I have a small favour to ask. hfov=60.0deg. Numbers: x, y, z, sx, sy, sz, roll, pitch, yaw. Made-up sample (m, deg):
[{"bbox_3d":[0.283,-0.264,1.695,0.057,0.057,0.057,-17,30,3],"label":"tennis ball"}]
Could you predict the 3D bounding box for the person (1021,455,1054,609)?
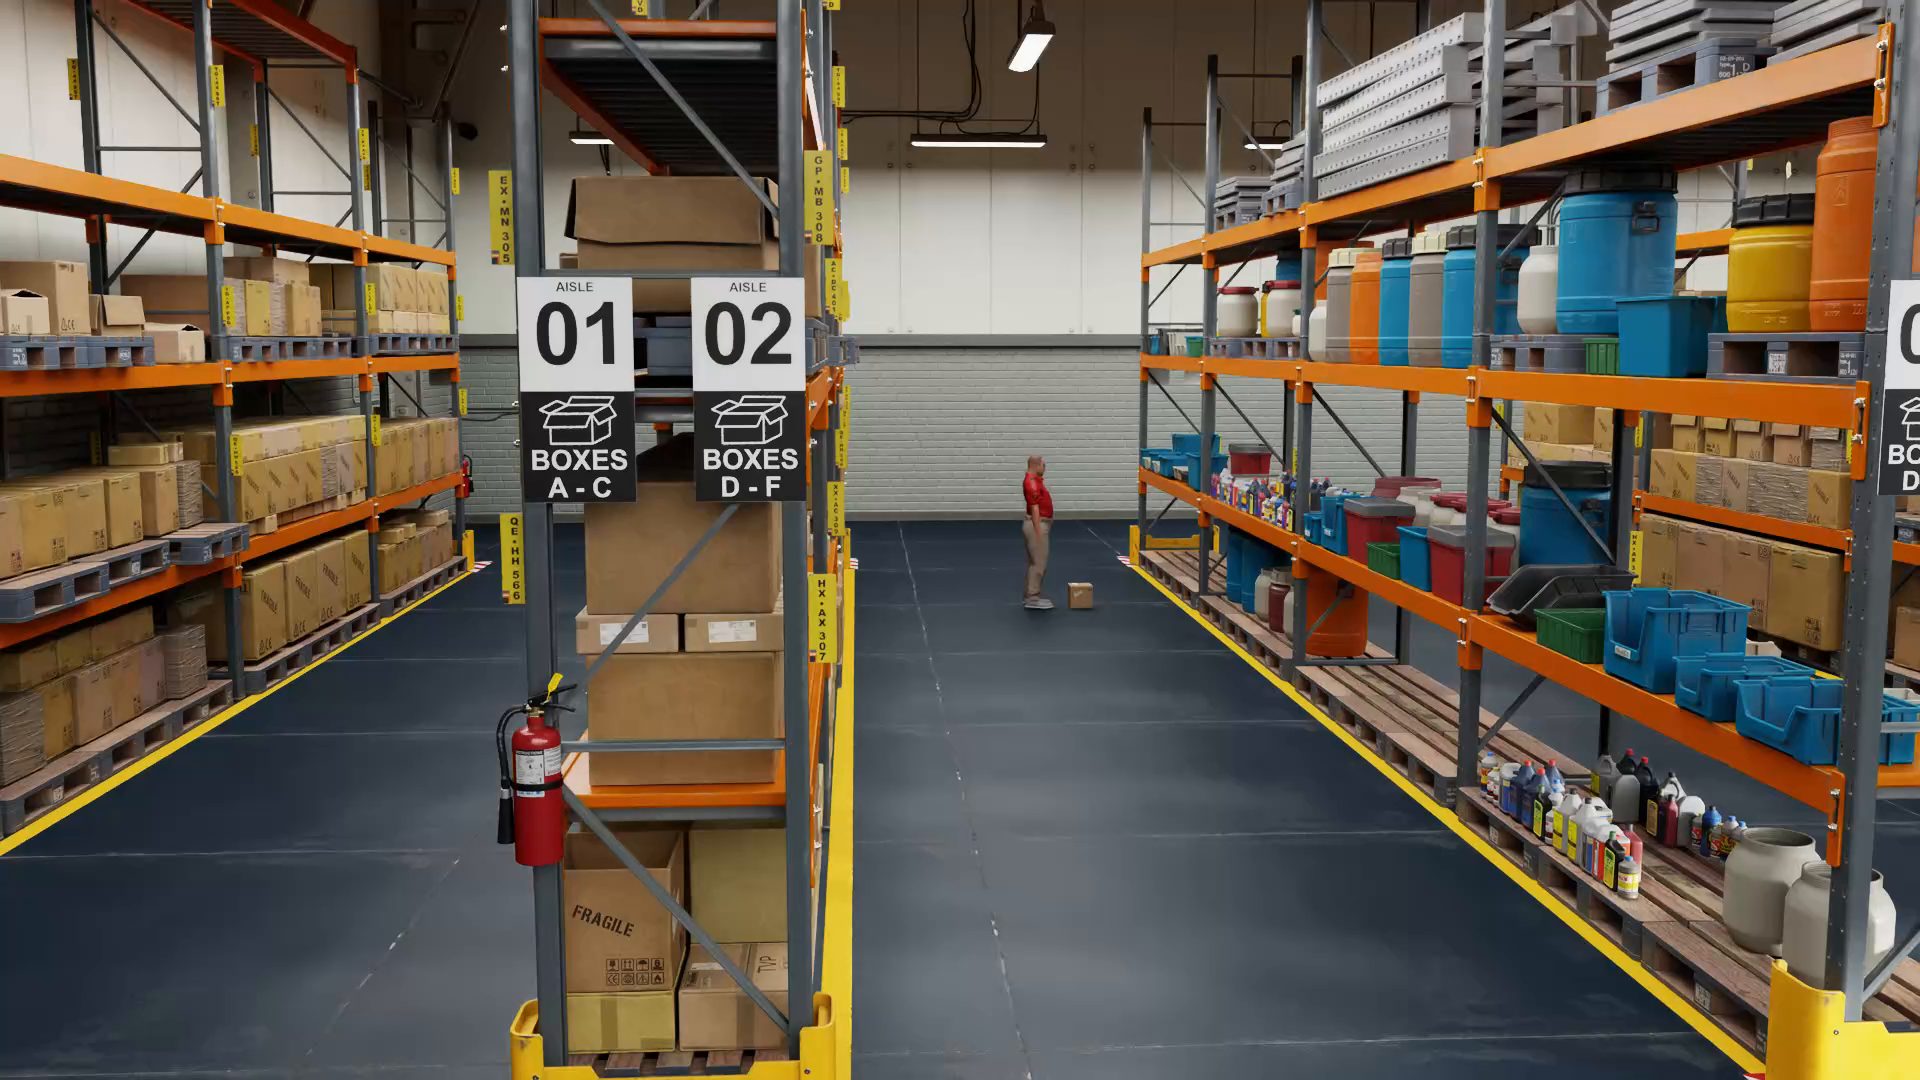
[{"bbox_3d":[0.875,-0.101,18.698,0.360,1.721,0.529,0,7,-2],"label":"person"}]
